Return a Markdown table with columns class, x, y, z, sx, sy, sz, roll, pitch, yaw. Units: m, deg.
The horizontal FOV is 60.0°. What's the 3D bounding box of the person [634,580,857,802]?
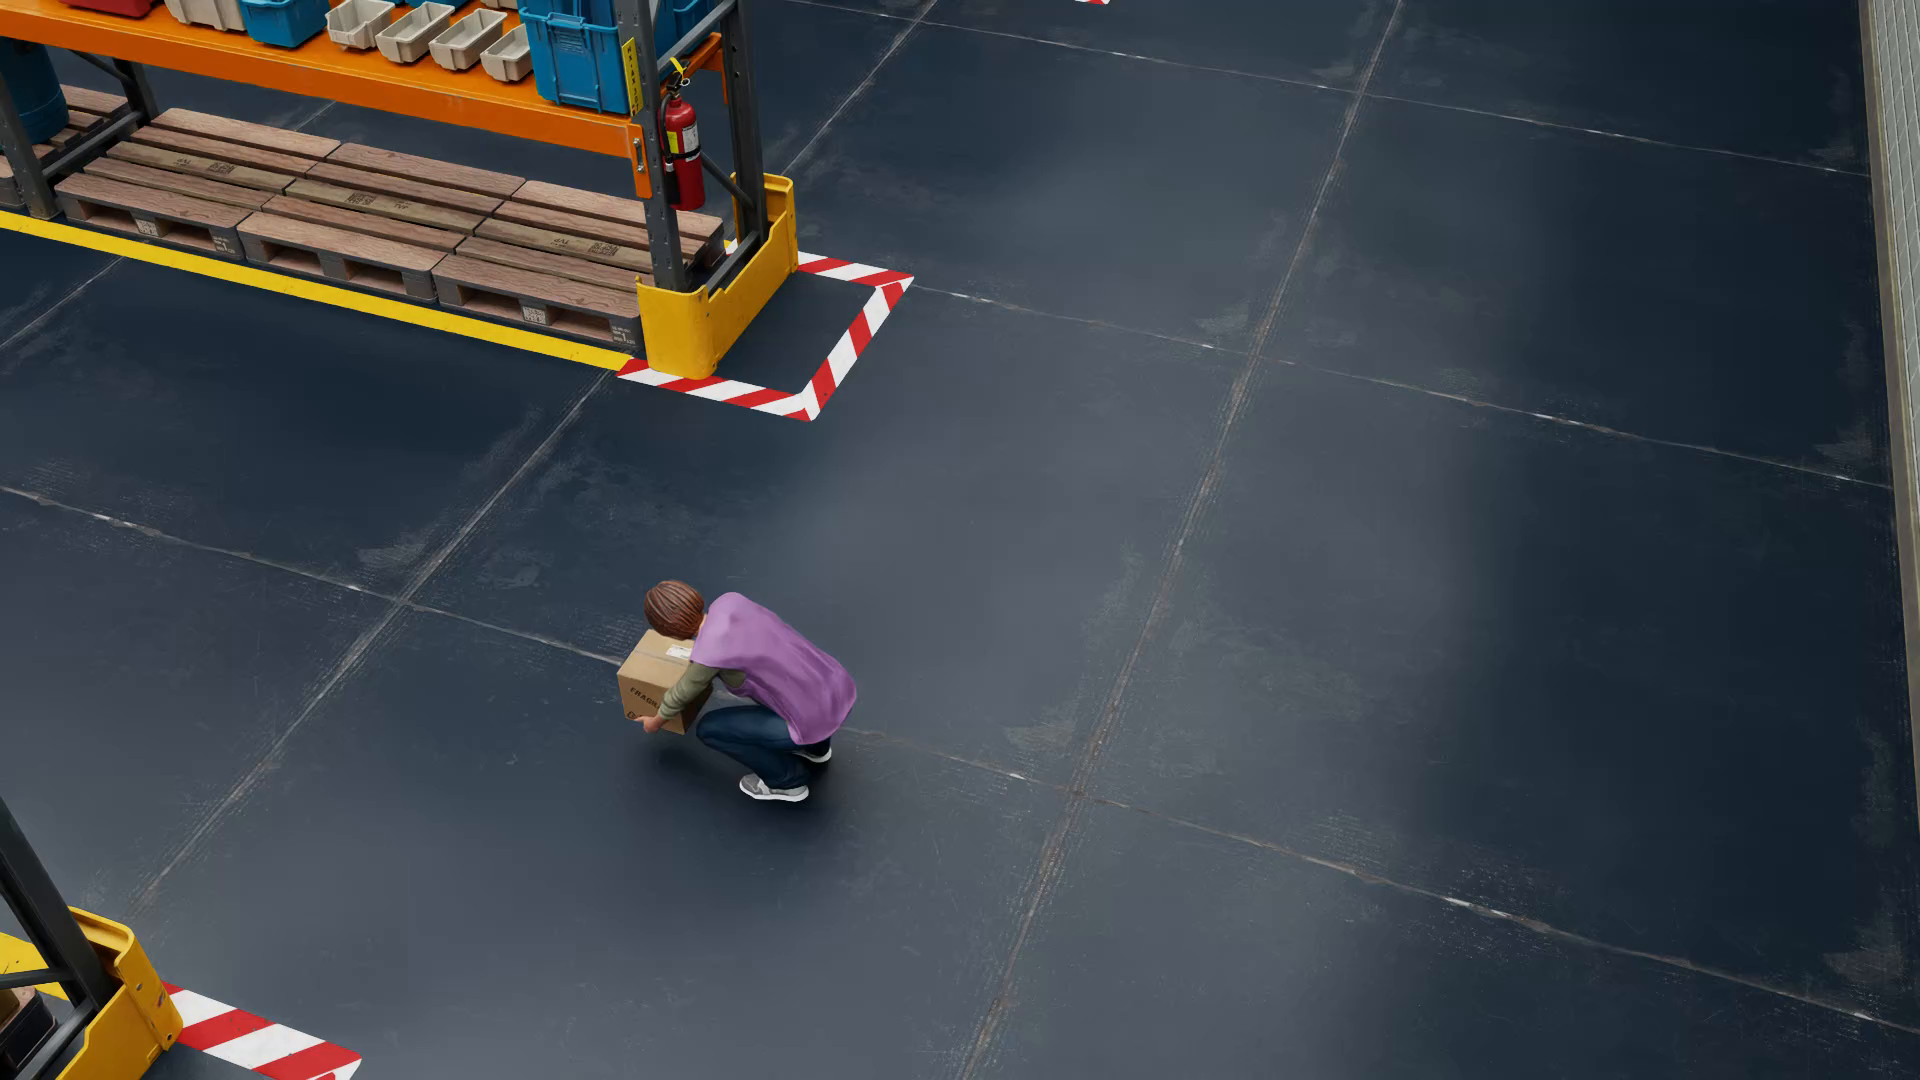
| class | x | y | z | sx | sy | sz | roll | pitch | yaw |
| --- | --- | --- | --- | --- | --- | --- | --- | --- | --- |
| person | -0.792 | 0.529 | 6.116 | 0.832 | 0.890 | 0.424 | 13 | 44 | 14 |
